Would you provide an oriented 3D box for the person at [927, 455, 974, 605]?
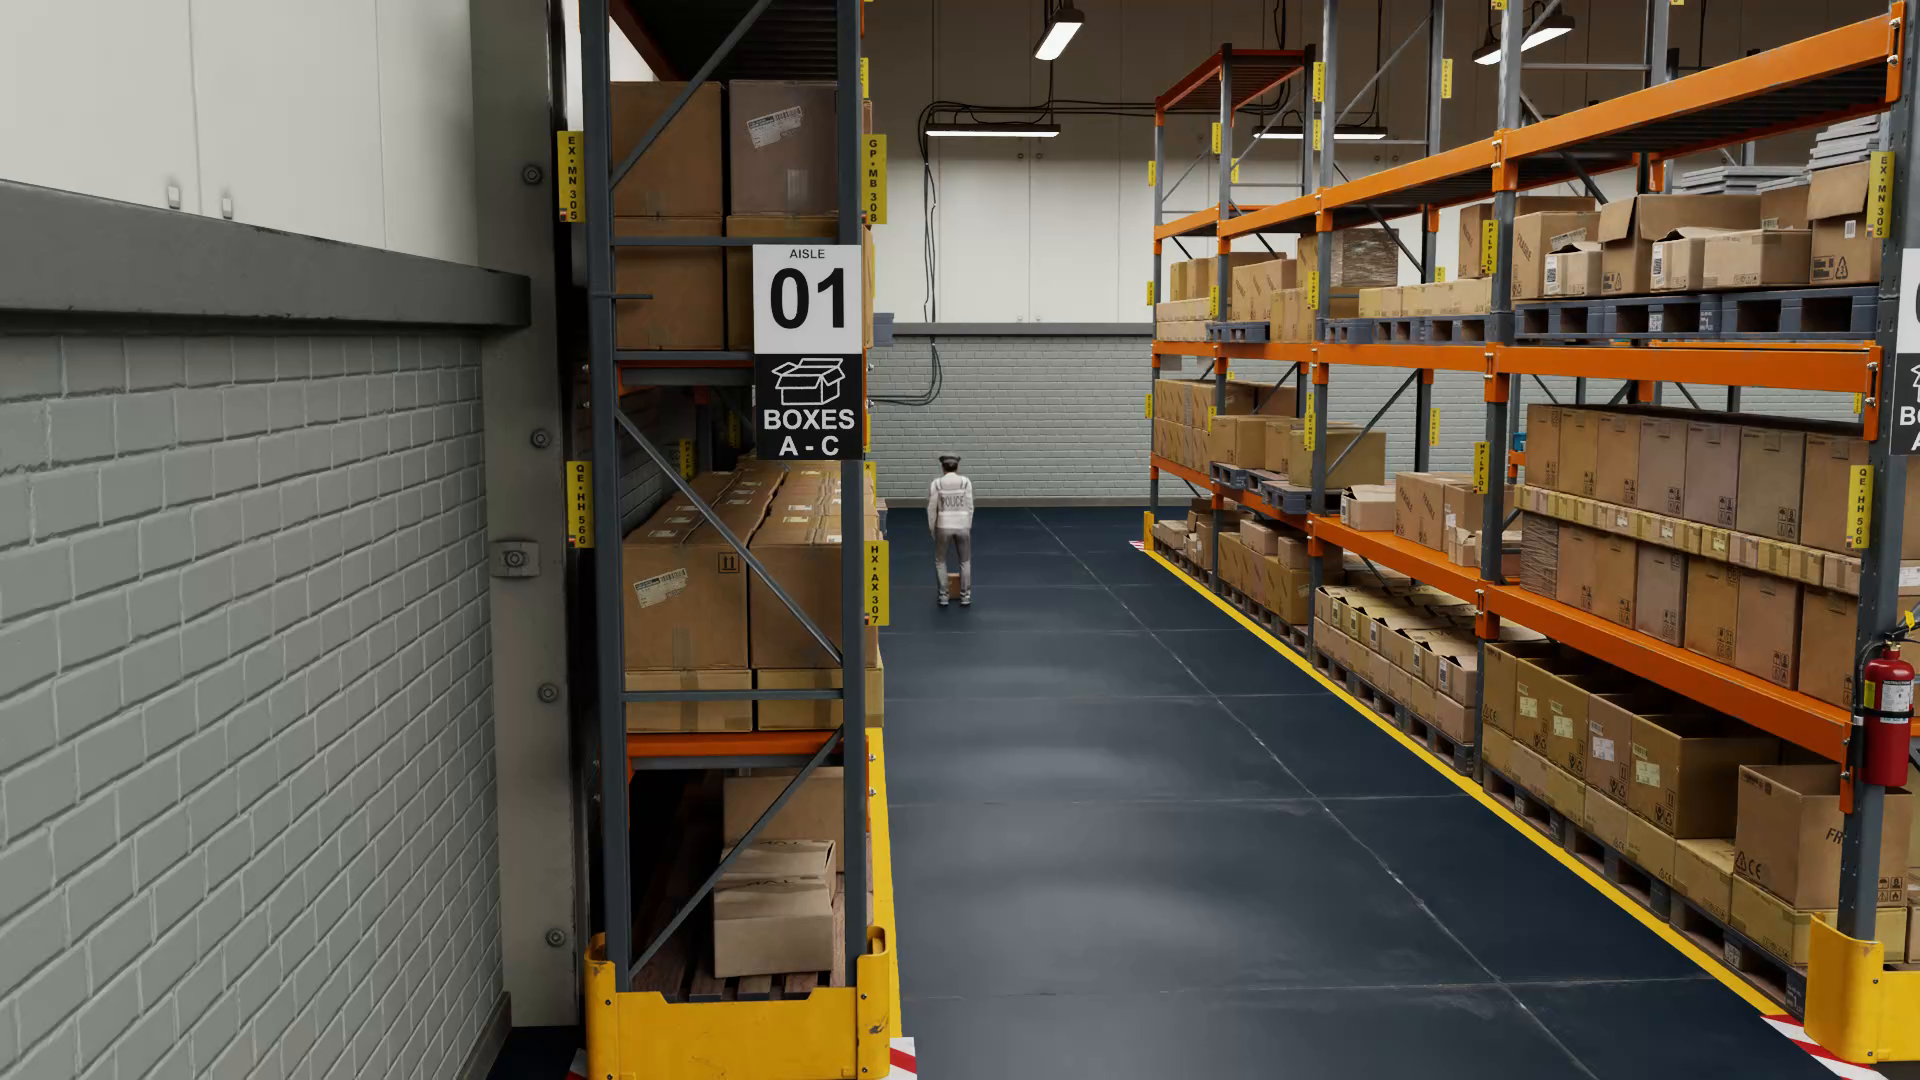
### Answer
[{"bbox_3d":[-0.103,-0.104,17.852,0.504,1.616,0.465,0,7,-3],"label":"person"}]
